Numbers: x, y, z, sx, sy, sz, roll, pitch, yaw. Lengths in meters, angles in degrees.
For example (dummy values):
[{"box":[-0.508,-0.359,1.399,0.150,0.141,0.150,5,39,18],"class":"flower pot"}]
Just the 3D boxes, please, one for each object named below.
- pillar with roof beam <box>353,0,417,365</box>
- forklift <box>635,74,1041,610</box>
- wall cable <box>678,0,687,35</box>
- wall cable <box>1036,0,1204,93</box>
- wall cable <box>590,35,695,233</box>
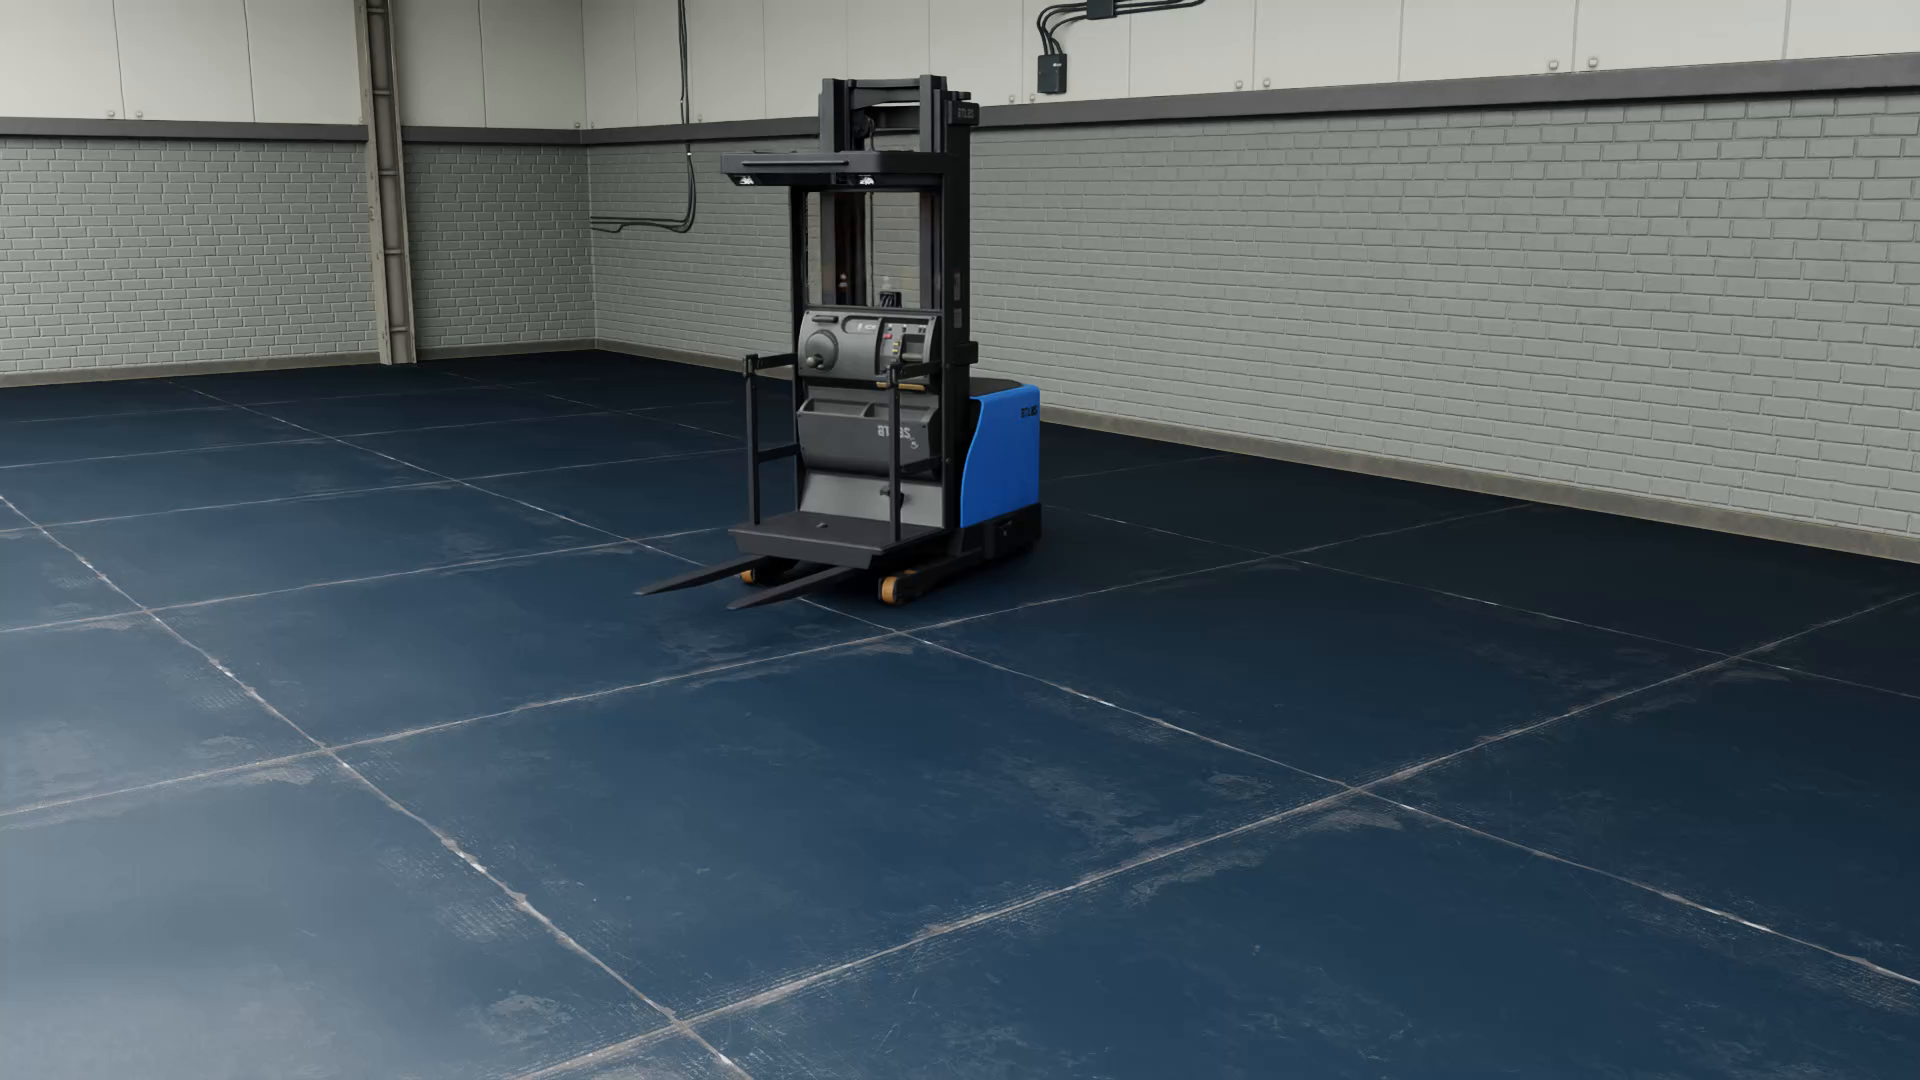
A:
[{"box":[-4.860,-6.086,18.127,0.400,9.000,9.100,-9,15,-38],"class":"pillar with roof beam"},{"box":[-0.656,-1.173,9.598,1.130,2.935,3.031,7,14,30],"class":"forklift"},{"box":[-2.733,-7.465,19.937,0.112,2.526,3.097,-9,15,-38],"class":"wall cable"},{"box":[1.495,-7.074,14.591,0.169,6.003,2.305,-9,15,-38],"class":"wall cable"},{"box":[-4.423,-5.434,22.528,0.112,2.526,3.097,-9,15,-38],"class":"wall cable"}]
